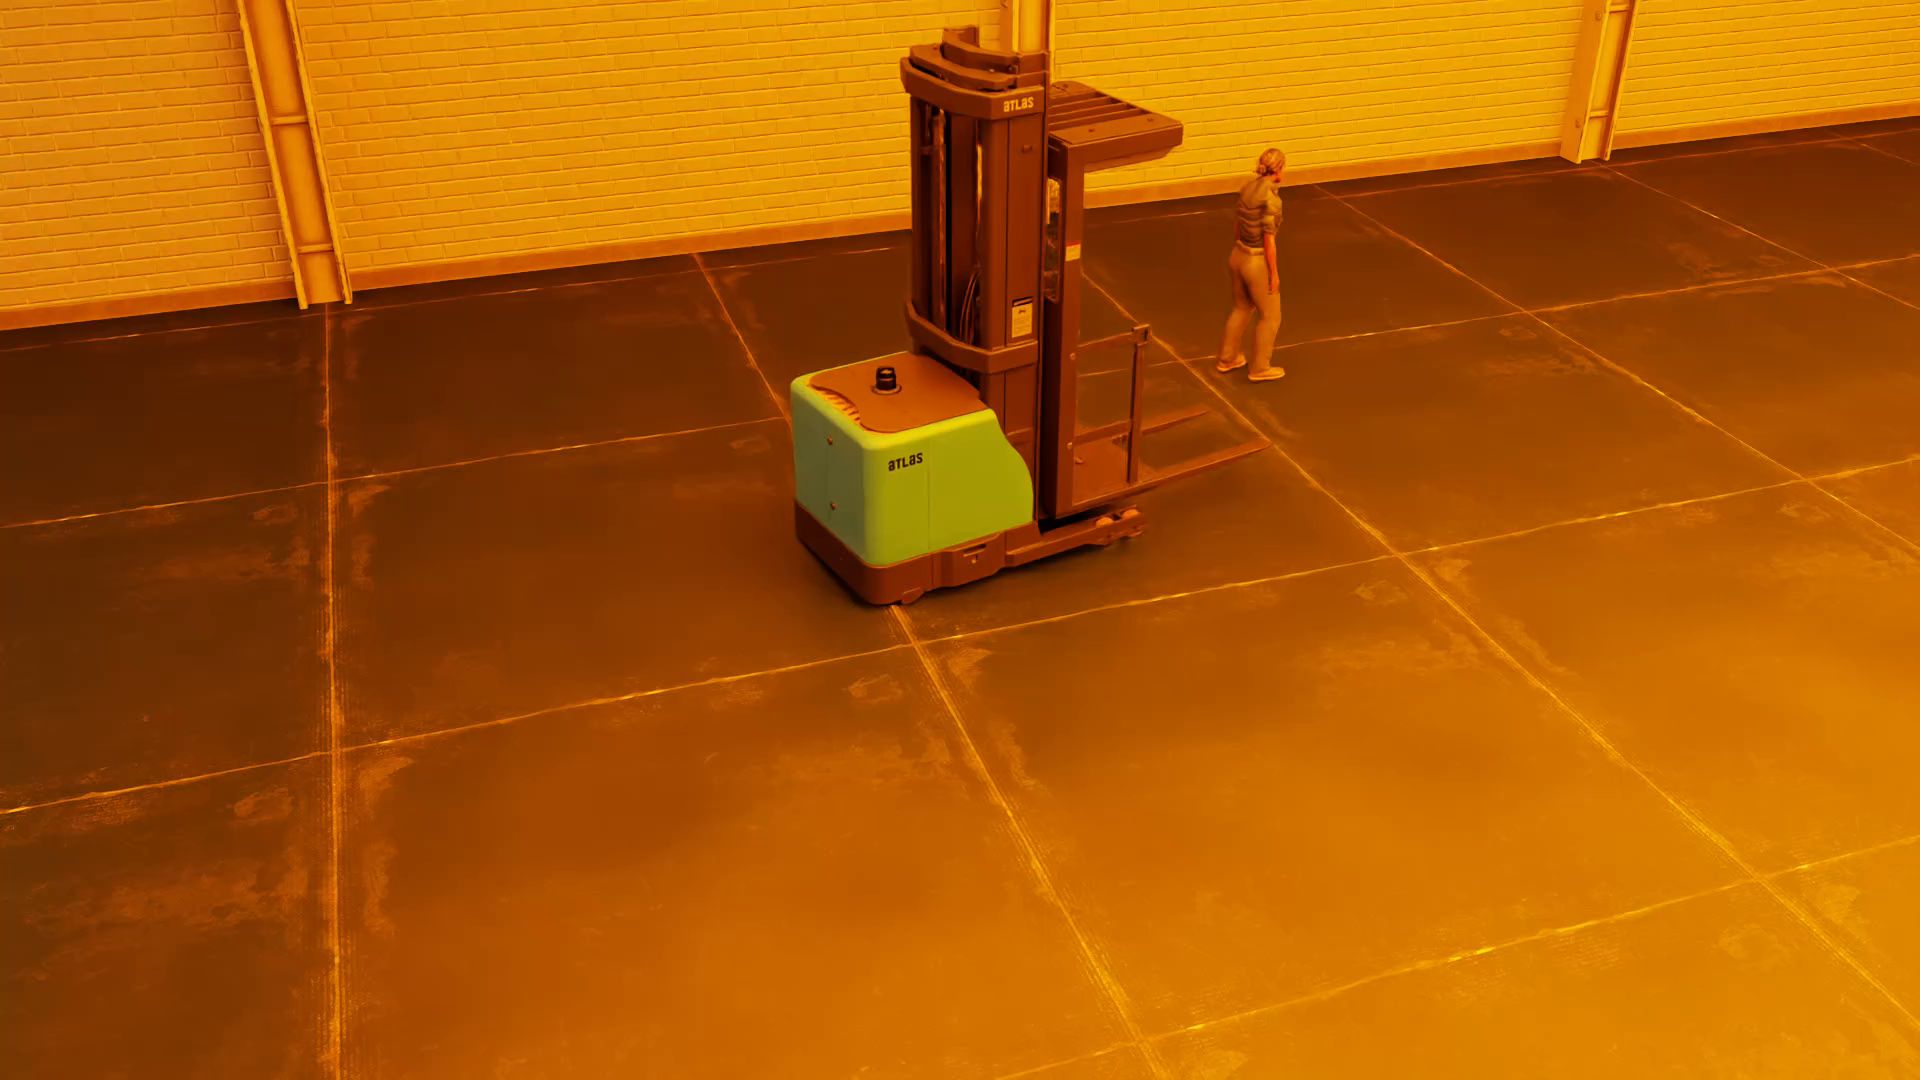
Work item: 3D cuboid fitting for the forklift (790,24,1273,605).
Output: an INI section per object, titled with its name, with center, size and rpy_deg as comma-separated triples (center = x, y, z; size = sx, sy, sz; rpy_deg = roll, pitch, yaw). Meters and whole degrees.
[forklift]
center = 0.540, -1.444, 9.597
size = 3.031, 2.935, 1.130
rpy_deg = -17, 34, -27

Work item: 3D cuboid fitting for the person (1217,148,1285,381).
[person]
center = 2.105, -1.955, 11.776
size = 0.430, 1.646, 0.559
rpy_deg = -11, 32, -19
